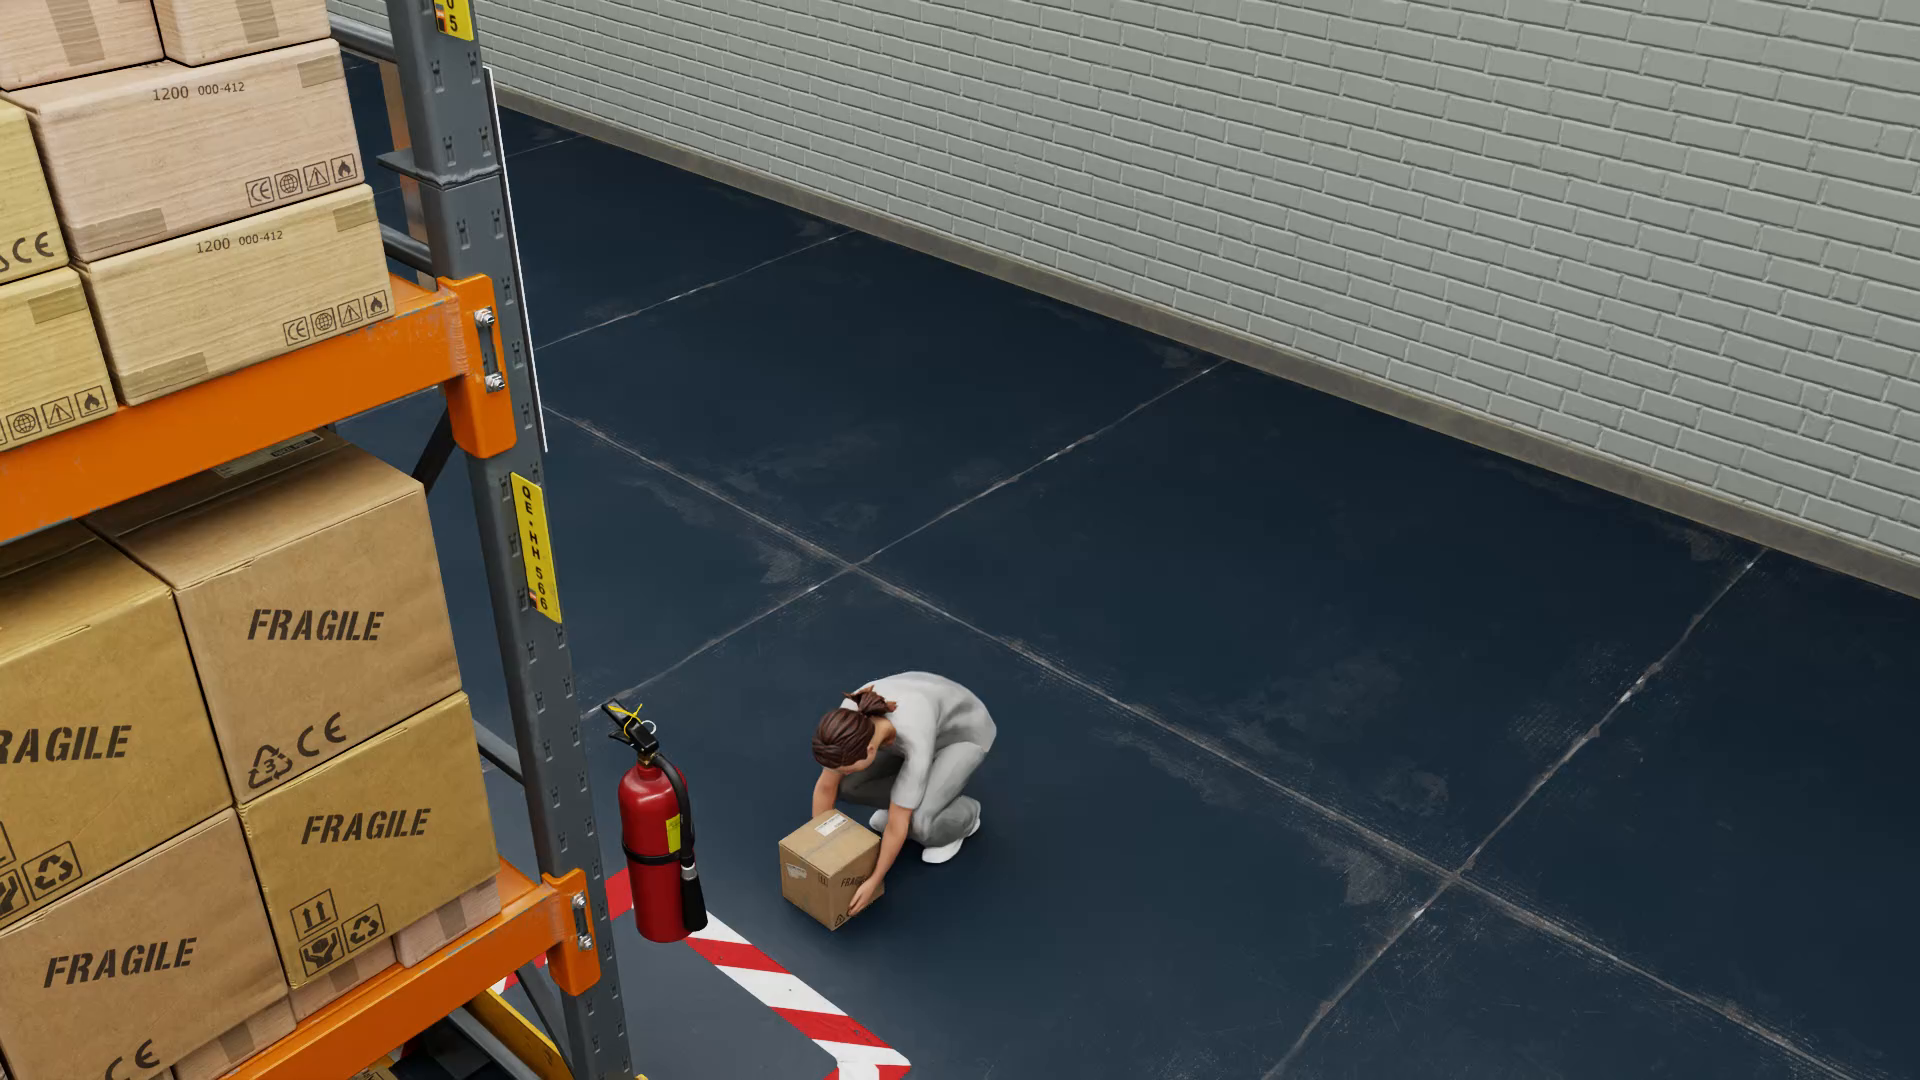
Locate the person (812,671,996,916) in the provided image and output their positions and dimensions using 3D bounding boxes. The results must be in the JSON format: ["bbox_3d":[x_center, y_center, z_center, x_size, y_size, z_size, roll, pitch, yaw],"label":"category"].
[{"bbox_3d":[-0.211,0.766,5.731,0.478,0.805,0.804,25,40,35],"label":"person"}]
